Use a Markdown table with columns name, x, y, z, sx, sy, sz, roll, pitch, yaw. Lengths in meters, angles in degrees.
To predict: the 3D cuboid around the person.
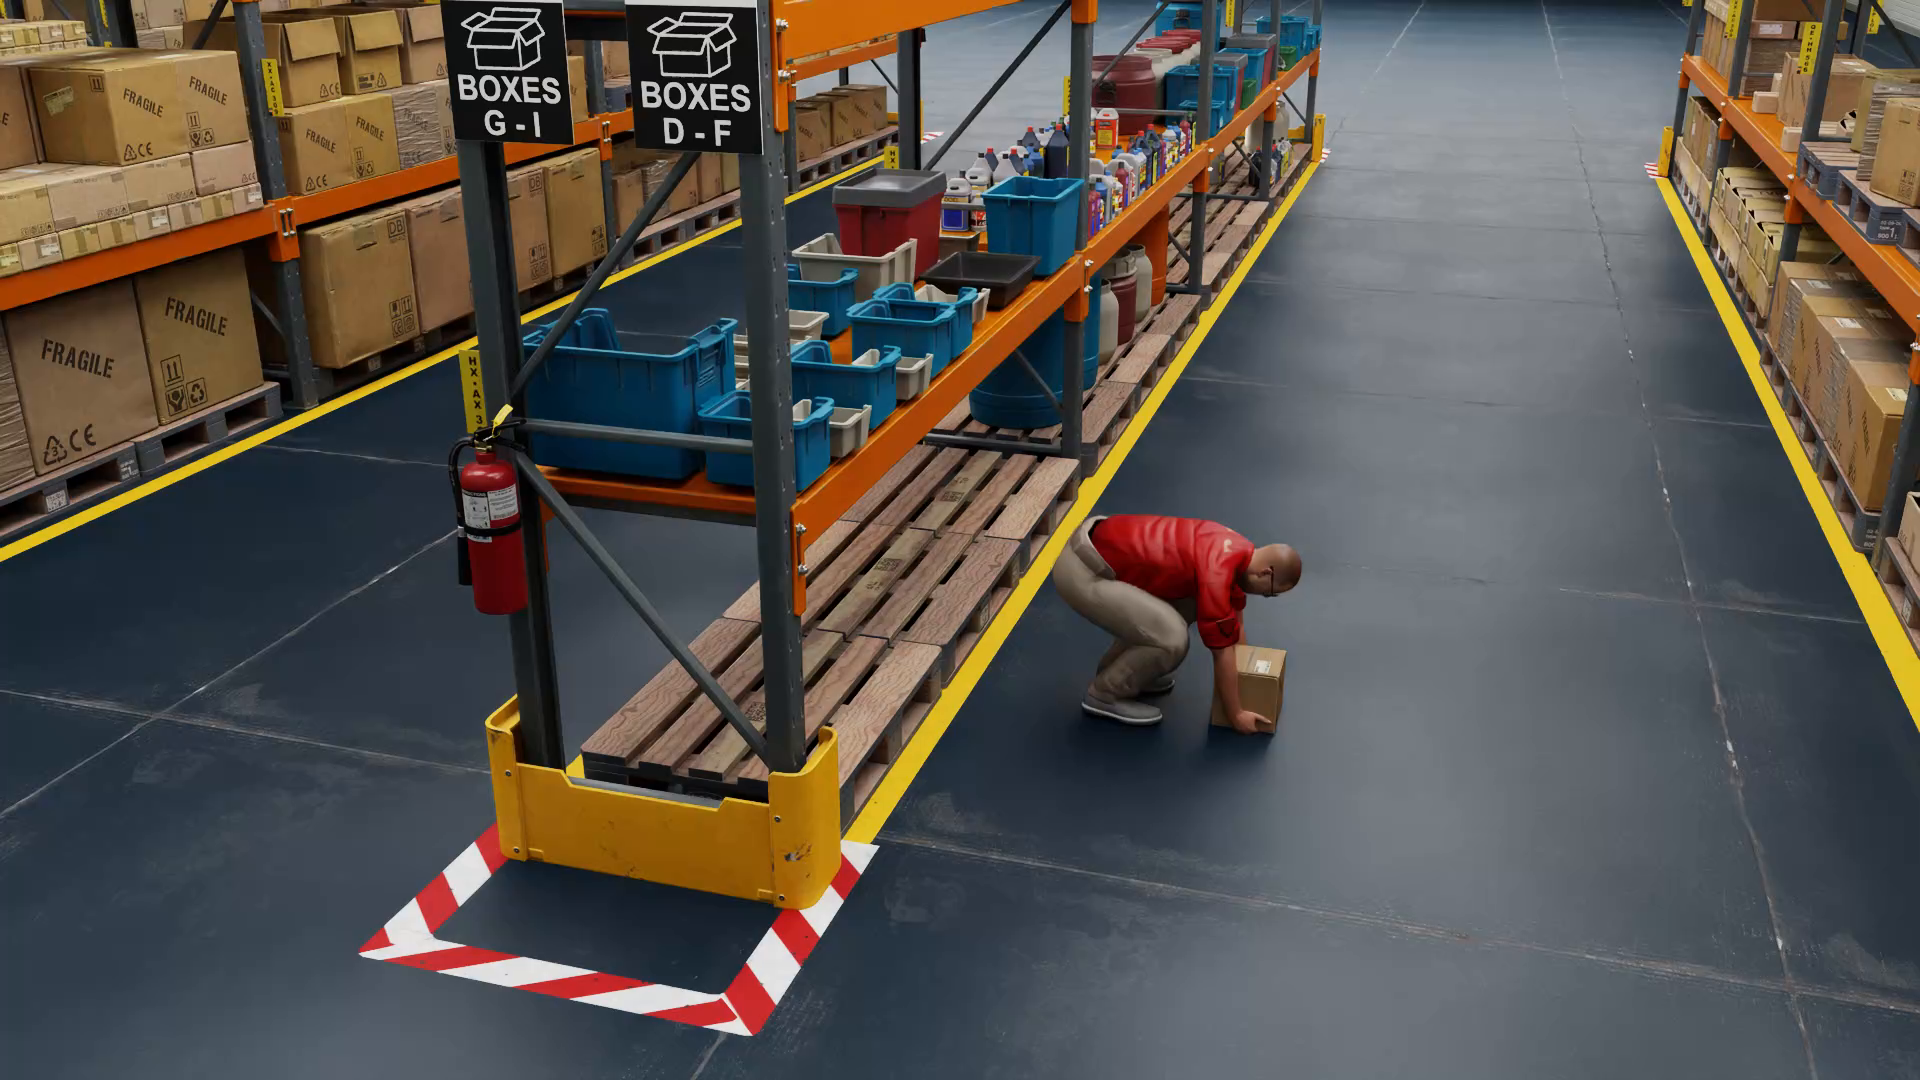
| name | x | y | z | sx | sy | sz | roll | pitch | yaw |
| --- | --- | --- | --- | --- | --- | --- | --- | --- | --- |
| person | 0.852 | 0.309 | 6.609 | 0.955 | 0.826 | 0.537 | 6 | 22 | 14 |
